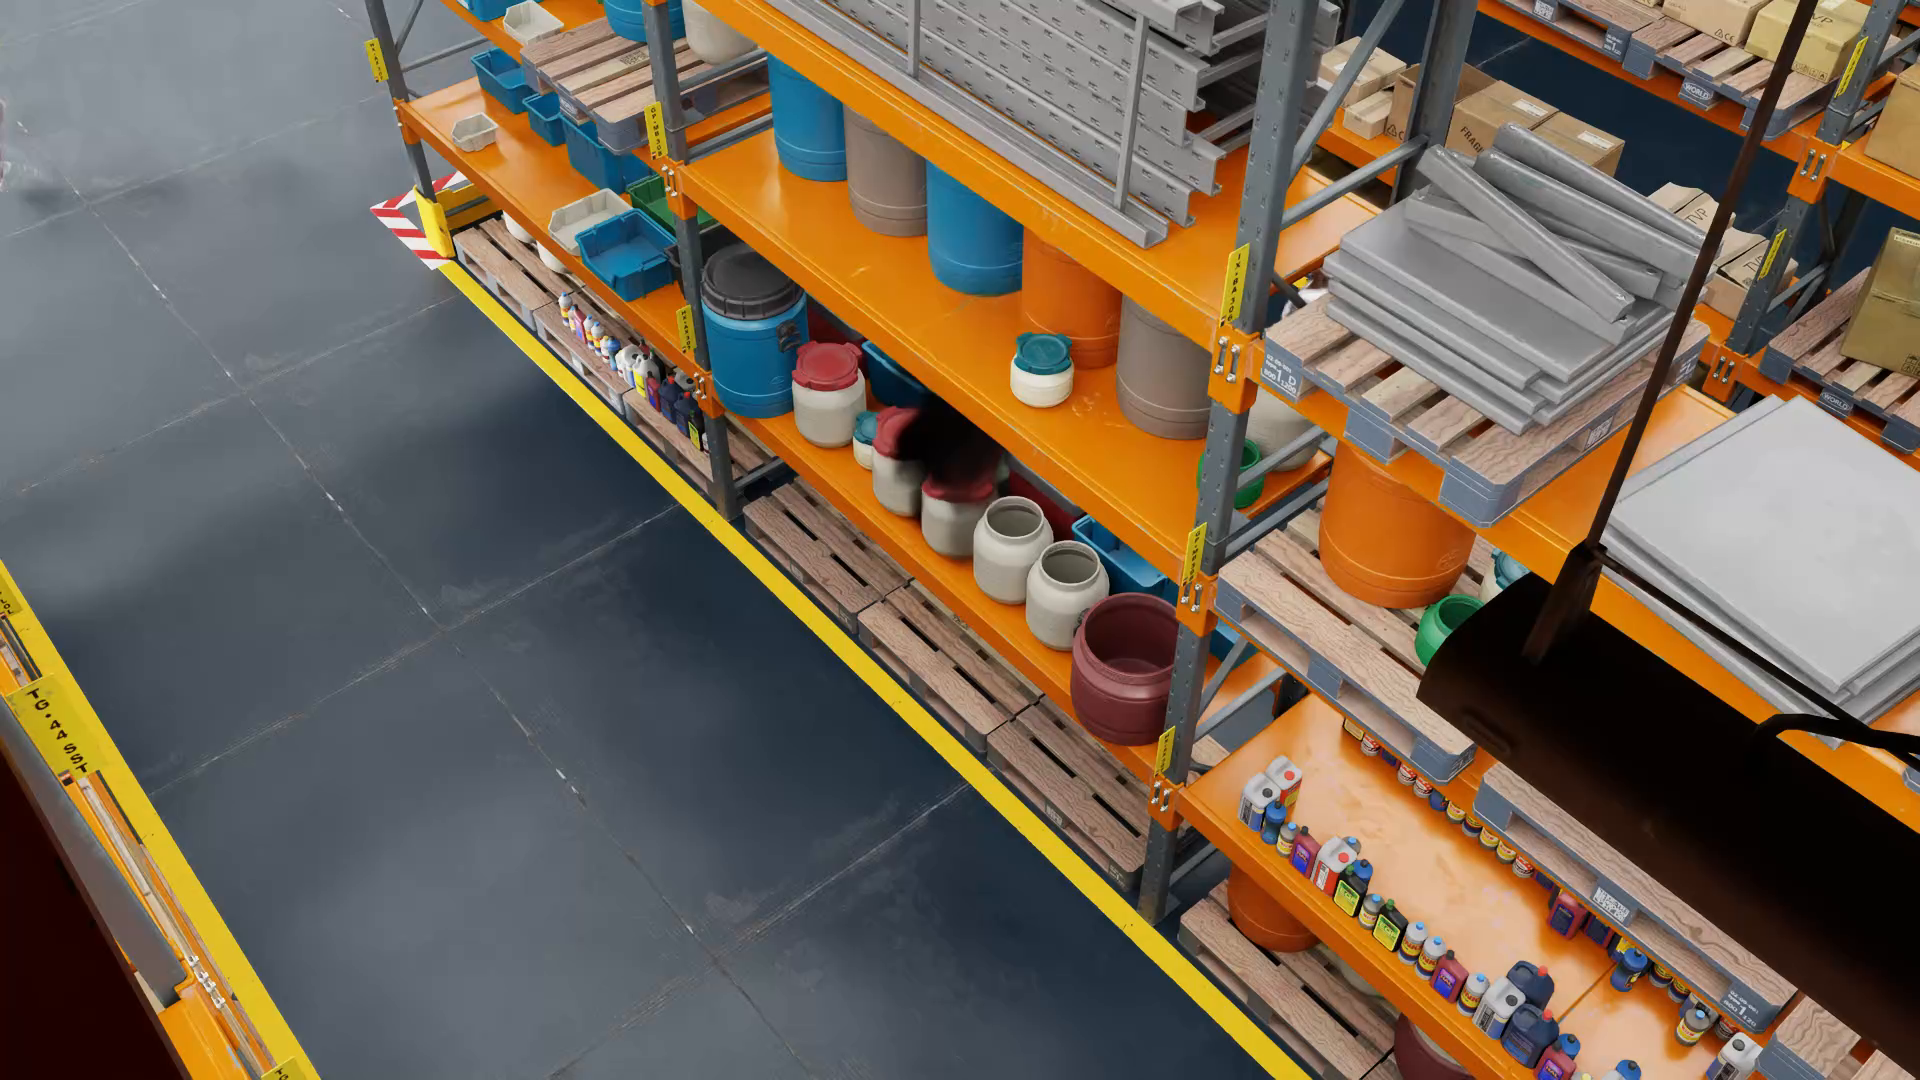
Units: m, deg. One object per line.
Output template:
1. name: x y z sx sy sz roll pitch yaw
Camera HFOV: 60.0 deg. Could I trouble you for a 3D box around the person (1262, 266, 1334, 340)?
1. person: 2.191 -1.169 10.492 0.605 1.748 0.685 30 54 26
